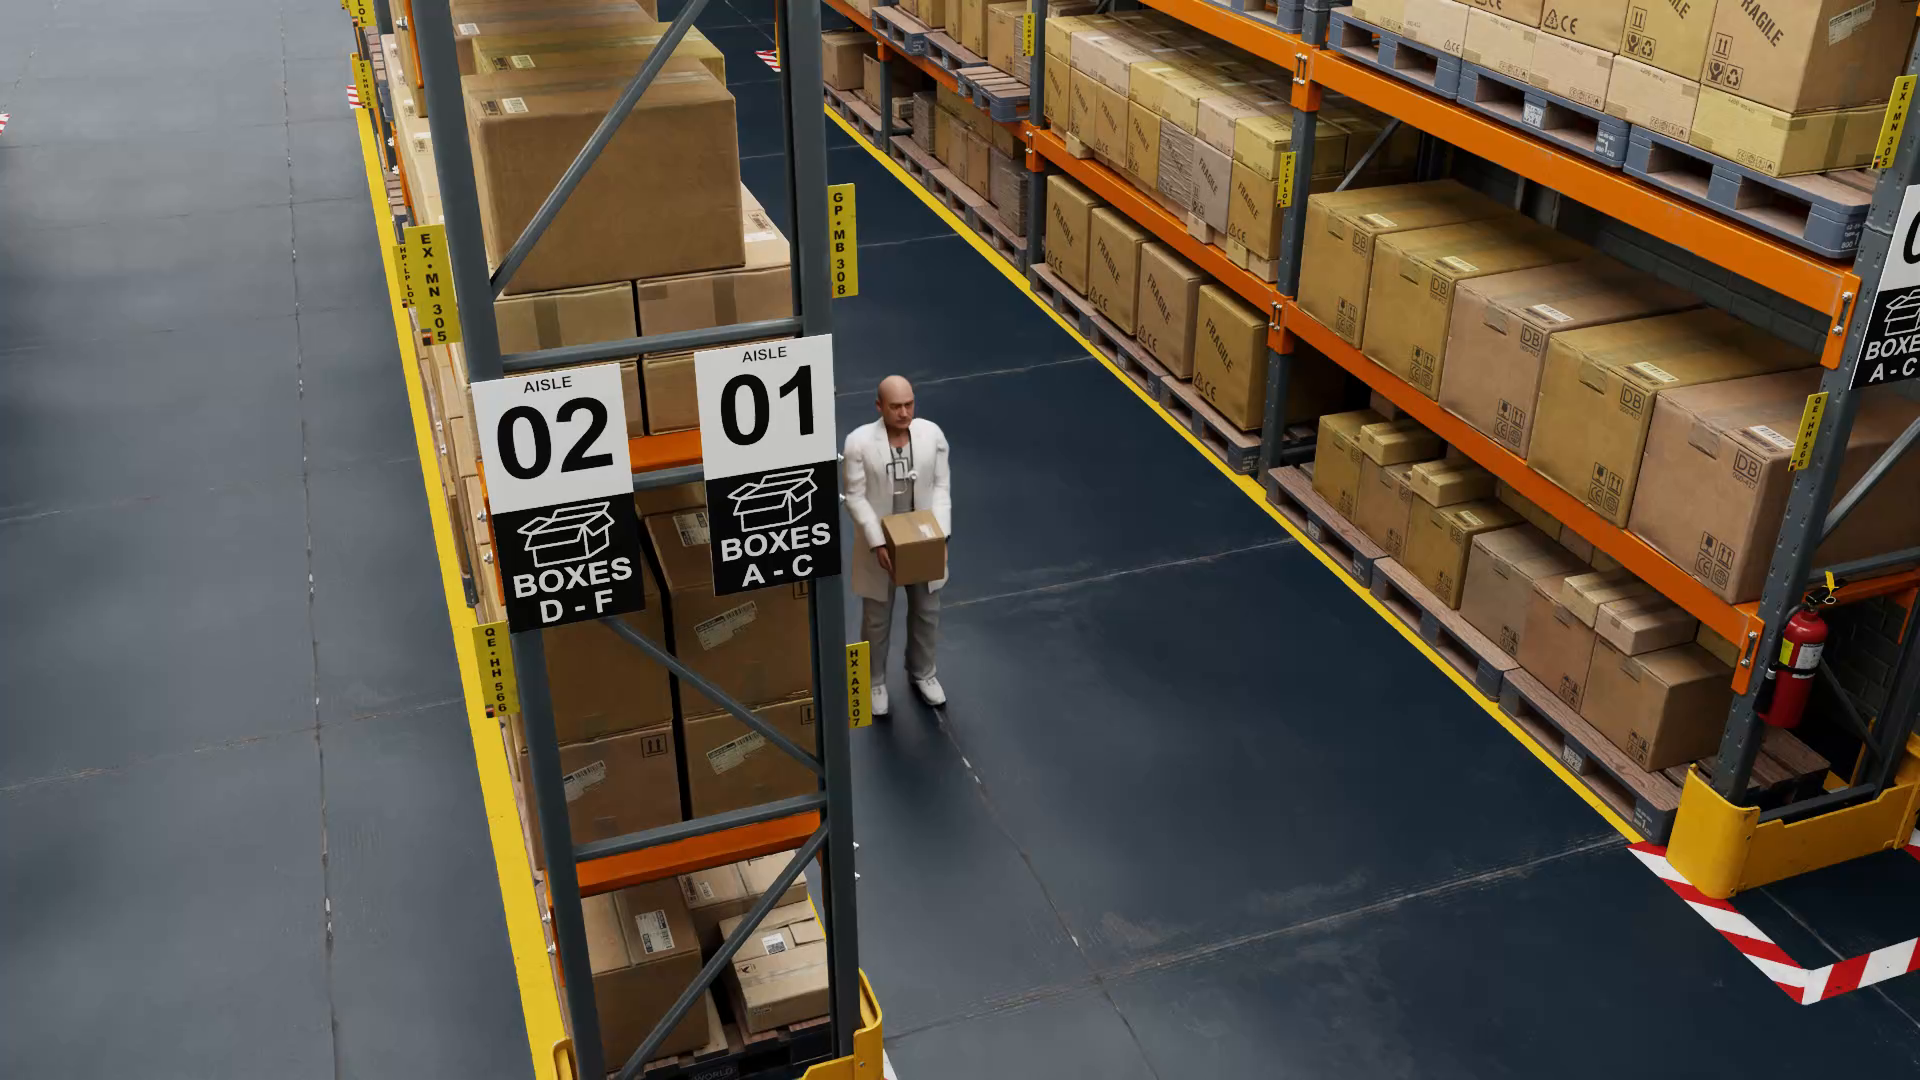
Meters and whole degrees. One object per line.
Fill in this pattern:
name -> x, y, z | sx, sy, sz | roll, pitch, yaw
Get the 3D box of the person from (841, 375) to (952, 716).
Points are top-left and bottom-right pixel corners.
person -> -0.280, 0.062, 8.248 | 0.554, 1.781, 0.527 | -9, 31, -15
